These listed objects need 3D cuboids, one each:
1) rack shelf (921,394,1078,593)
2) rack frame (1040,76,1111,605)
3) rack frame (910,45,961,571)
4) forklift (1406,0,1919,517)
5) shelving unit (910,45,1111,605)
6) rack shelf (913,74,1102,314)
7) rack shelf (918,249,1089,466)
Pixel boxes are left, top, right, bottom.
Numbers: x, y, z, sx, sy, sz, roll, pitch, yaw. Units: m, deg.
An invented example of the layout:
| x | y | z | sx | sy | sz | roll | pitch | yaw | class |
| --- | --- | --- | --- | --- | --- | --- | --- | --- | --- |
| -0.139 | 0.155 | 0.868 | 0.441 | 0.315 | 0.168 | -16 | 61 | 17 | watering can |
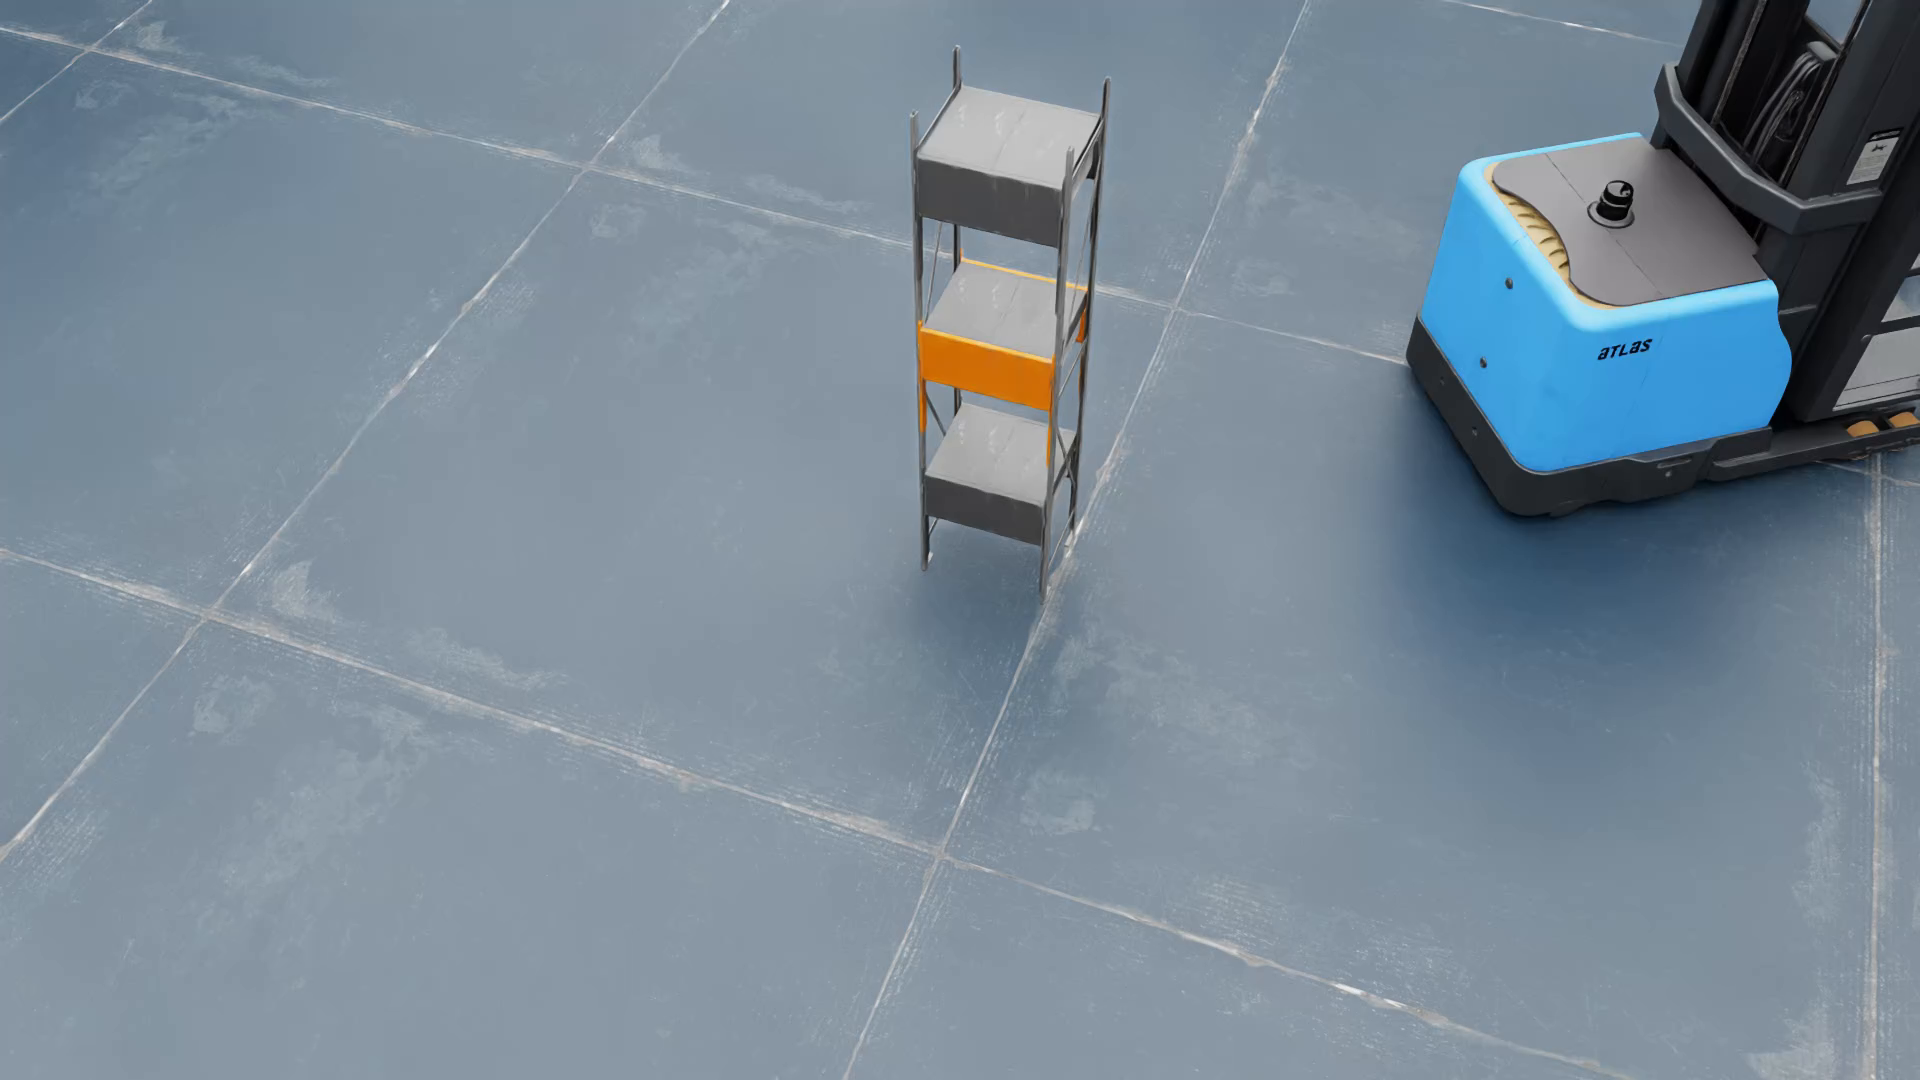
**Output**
| x | y | z | sx | sy | sz | roll | pitch | yaw | class |
| --- | --- | --- | --- | --- | --- | --- | --- | --- | --- |
| 0.155 | -0.177 | 6.325 | 0.480 | 0.518 | 0.431 | 16 | 51 | 13 | rack shelf |
| 0.384 | -0.580 | 5.730 | 0.015 | 2.100 | 0.400 | 16 | 51 | 13 | rack frame |
| -0.074 | -0.708 | 5.841 | 0.015 | 2.100 | 0.400 | 16 | 51 | 13 | rack frame |
| 3.507 | -1.669 | 6.124 | 3.031 | 2.935 | 1.130 | -11 | 50 | -10 | forklift |
| 0.155 | -0.644 | 5.786 | 0.503 | 2.100 | 0.431 | 16 | 51 | 13 | shelving unit |
| 0.155 | -1.094 | 5.267 | 0.480 | 0.518 | 0.431 | 16 | 51 | 13 | rack shelf |
| 0.155 | -0.635 | 5.796 | 0.480 | 0.518 | 0.431 | 16 | 51 | 13 | rack shelf |
